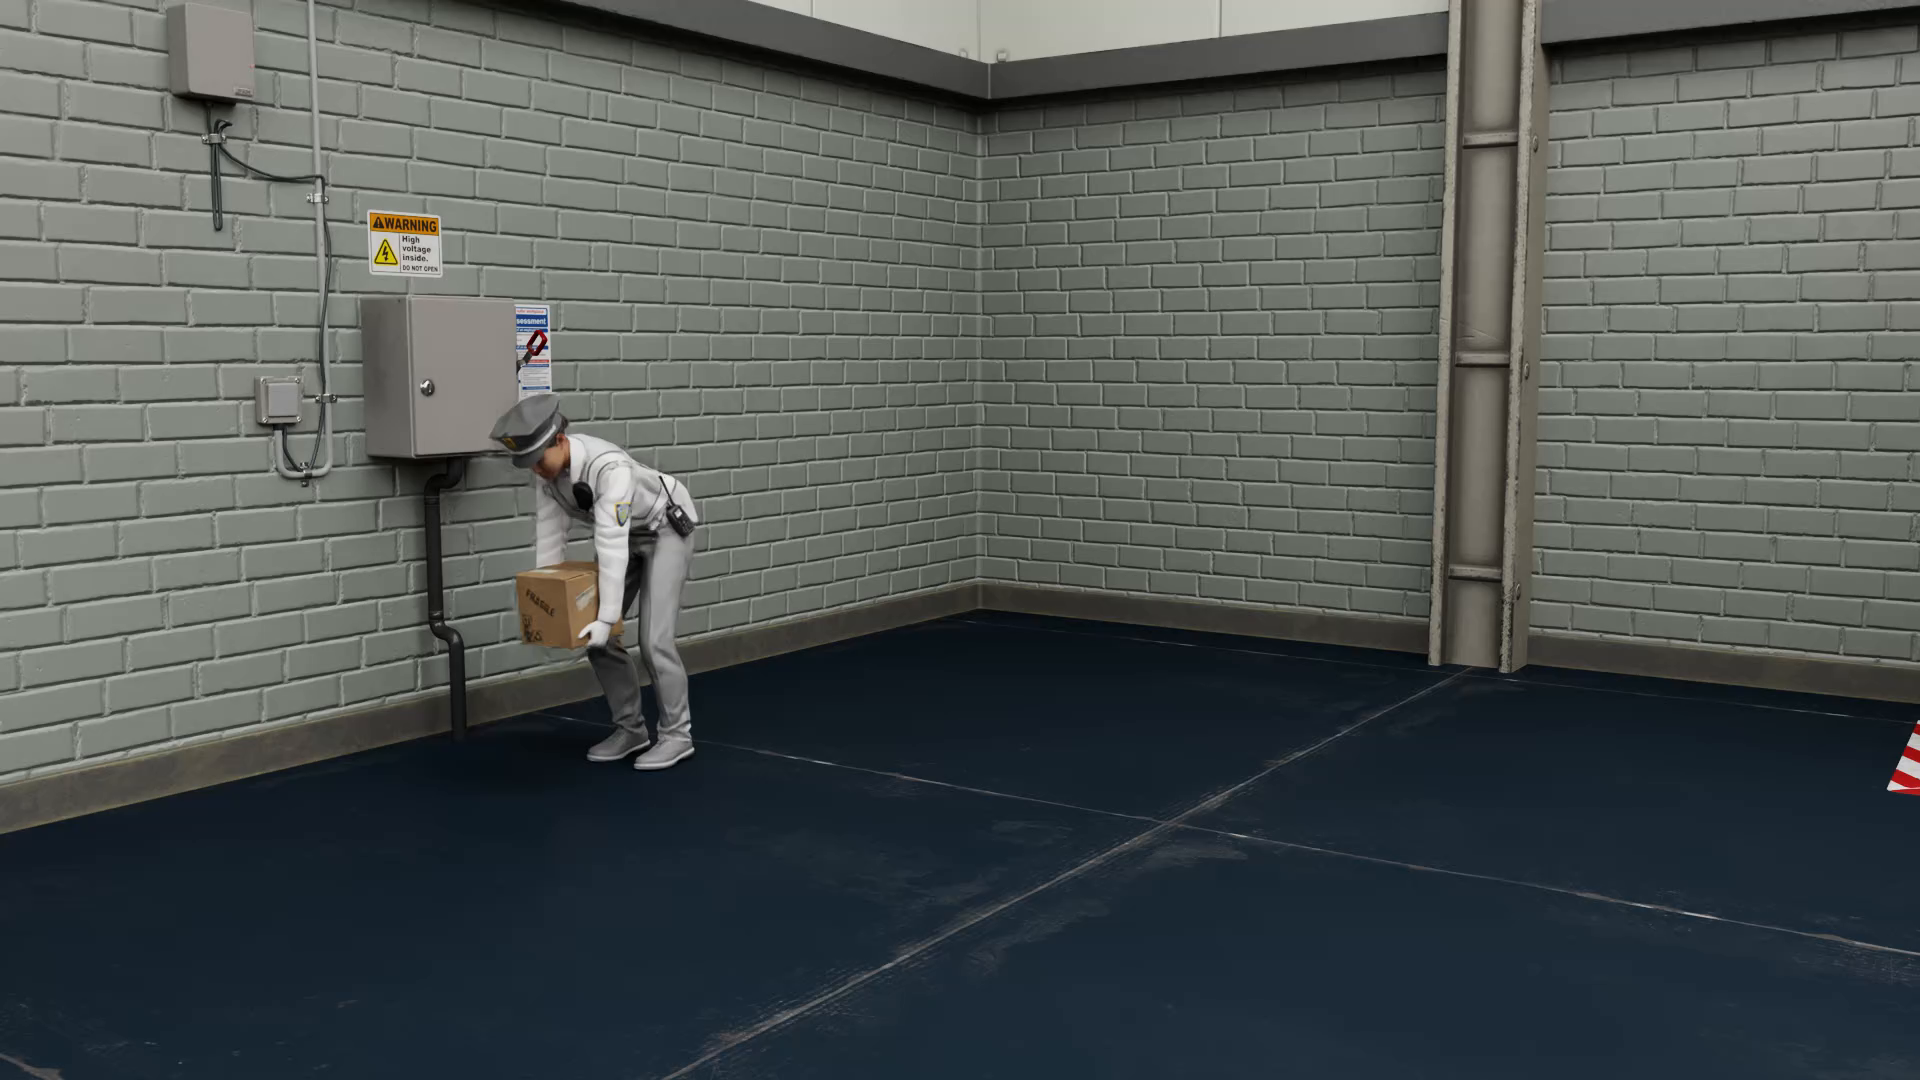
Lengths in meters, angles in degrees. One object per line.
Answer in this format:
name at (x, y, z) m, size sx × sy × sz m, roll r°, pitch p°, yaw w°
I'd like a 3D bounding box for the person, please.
person at (-1.237, 0.271, 6.029) m, size 0.401 × 1.127 × 0.641 m, roll 4°, pitch 8°, yaw 32°
